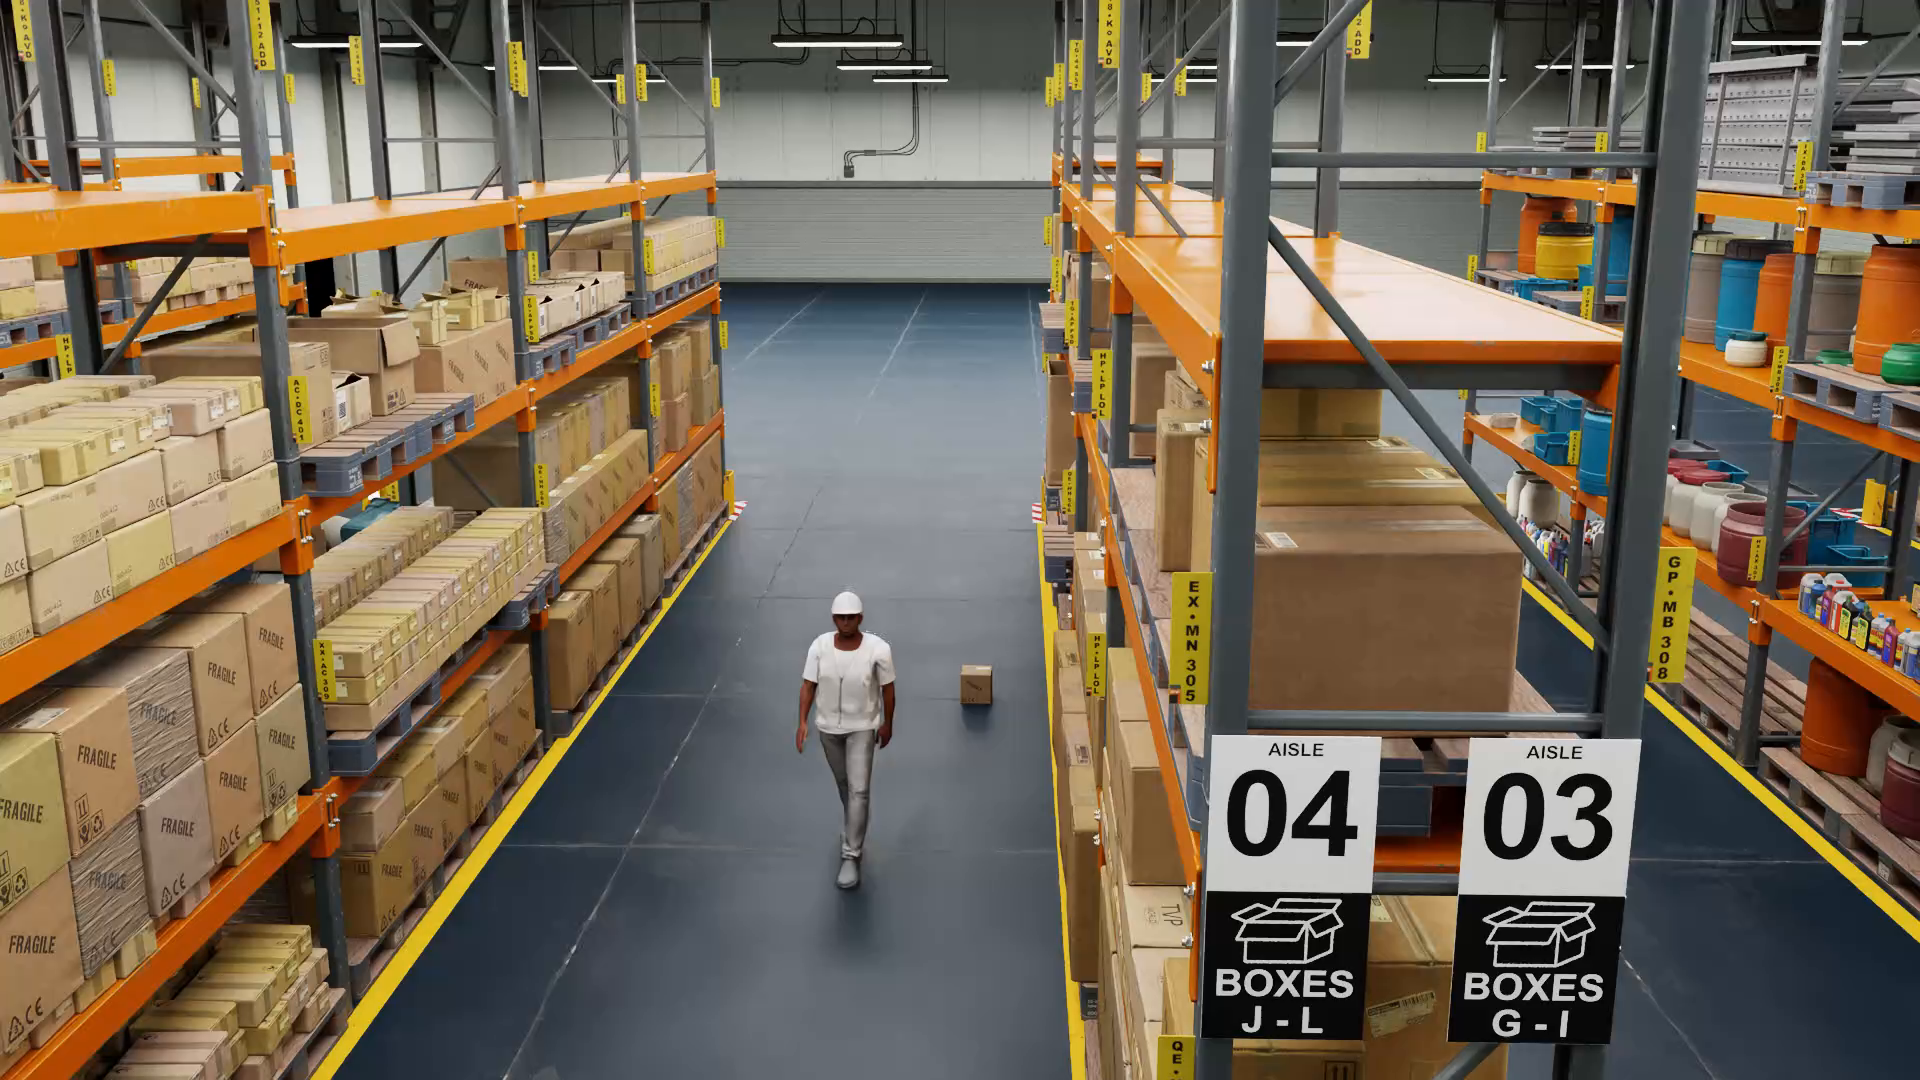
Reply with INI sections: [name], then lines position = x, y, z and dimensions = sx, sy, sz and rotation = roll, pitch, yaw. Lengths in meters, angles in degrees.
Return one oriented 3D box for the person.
[person]
position = -0.752, 1.197, 10.509
dimensions = 0.567, 1.725, 0.936
rotation = 4, 14, 16
